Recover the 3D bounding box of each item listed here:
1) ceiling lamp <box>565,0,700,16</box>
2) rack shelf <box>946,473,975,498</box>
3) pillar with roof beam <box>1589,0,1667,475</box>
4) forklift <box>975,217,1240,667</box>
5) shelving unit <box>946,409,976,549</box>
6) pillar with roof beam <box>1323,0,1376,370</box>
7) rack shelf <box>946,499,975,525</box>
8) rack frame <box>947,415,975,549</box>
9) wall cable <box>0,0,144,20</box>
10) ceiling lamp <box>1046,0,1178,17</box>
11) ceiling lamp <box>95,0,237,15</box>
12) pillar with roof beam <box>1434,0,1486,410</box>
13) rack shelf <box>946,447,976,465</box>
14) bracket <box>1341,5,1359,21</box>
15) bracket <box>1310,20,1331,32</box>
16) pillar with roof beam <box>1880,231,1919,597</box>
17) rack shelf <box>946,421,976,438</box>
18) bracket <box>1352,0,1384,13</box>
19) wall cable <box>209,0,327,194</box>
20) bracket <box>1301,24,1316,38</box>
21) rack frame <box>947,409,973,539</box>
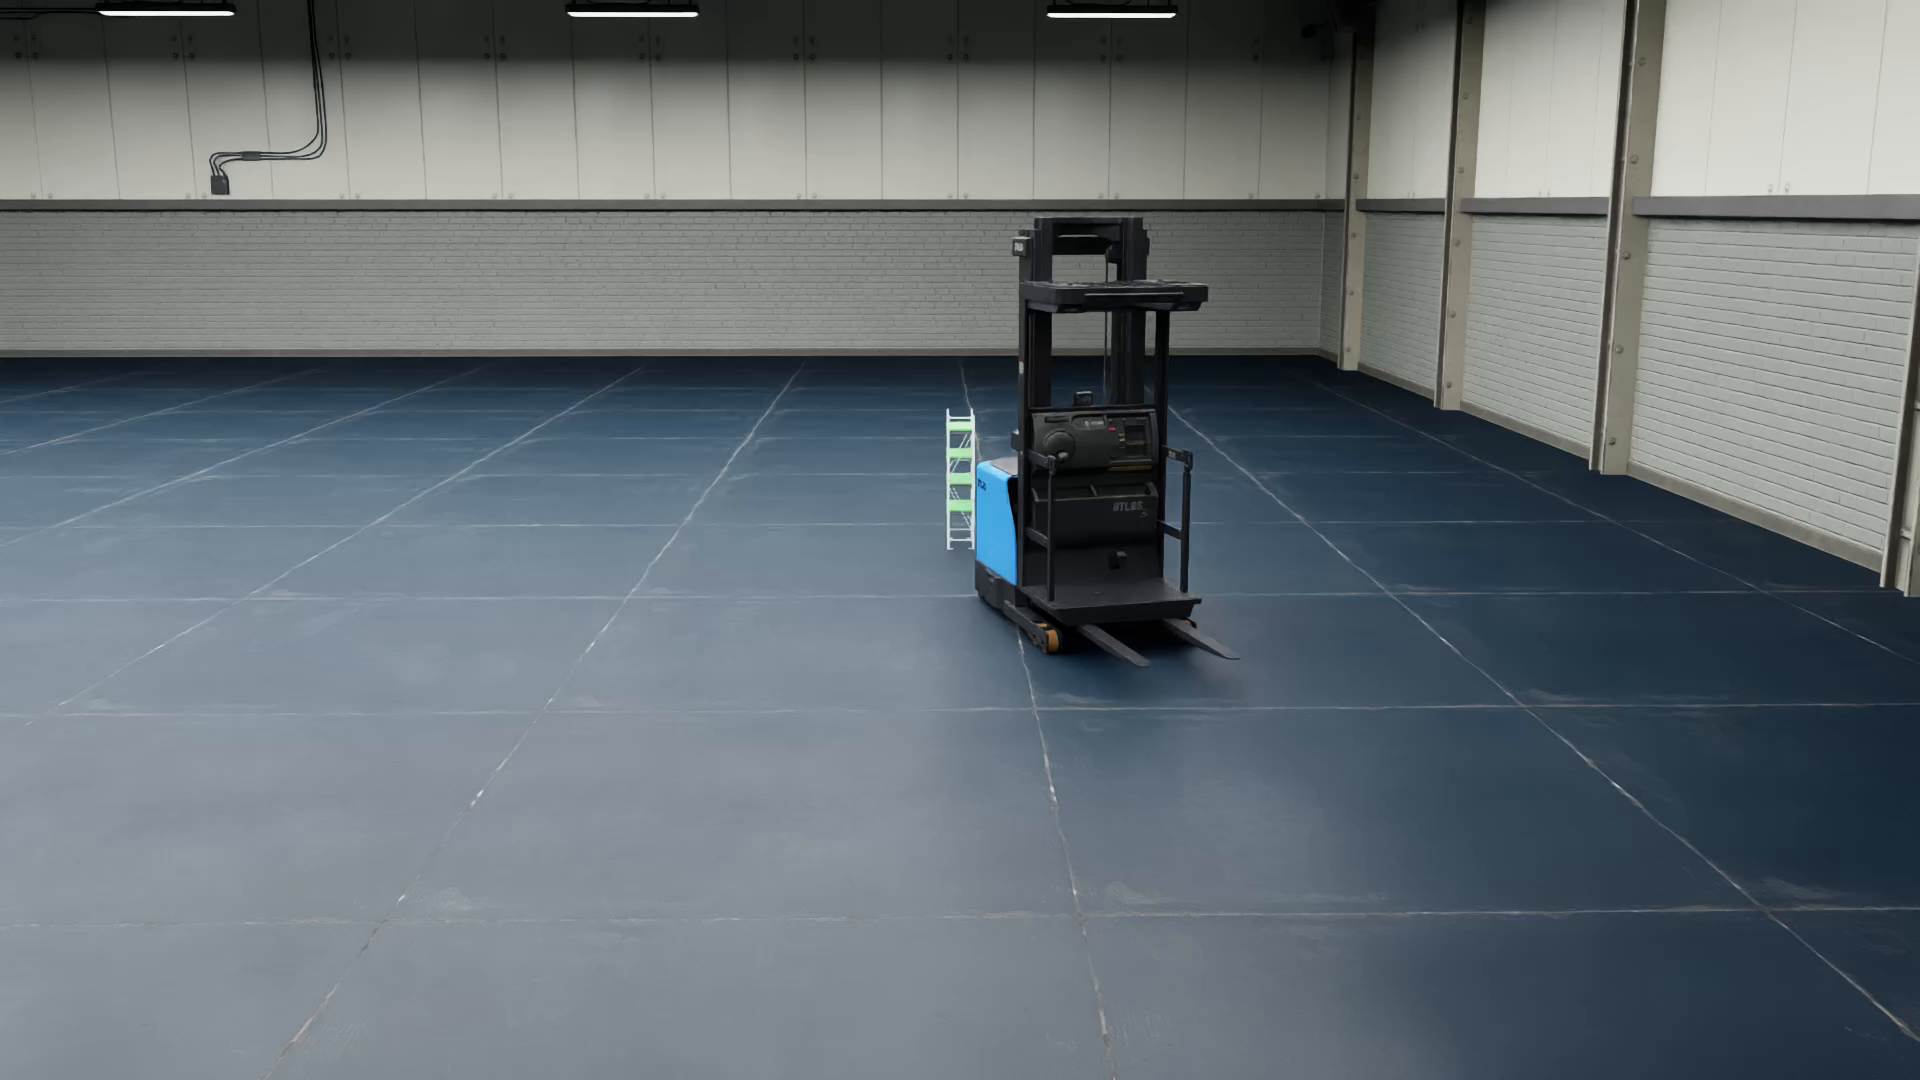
[{"bbox_3d":[-5.010,-9.622,25.364,2.000,3.185,0.800,0,11,-1],"label":"ceiling lamp"},{"bbox_3d":[0.003,-0.492,14.981,0.258,0.148,0.480,0,11,-1],"label":"rack shelf"},{"bbox_3d":[3.152,-5.177,18.135,9.100,9.000,0.400,0,11,-1],"label":"pillar with roof beam"},{"bbox_3d":[1.018,-0.744,11.543,1.130,2.935,3.031,-3,12,-16],"label":"forklift"},{"bbox_3d":[0.003,-0.555,14.969,0.258,1.200,0.503,0,11,-1],"label":"shelving unit"},{"bbox_3d":[2.904,-7.562,29.893,9.100,9.000,0.548,0,11,-1],"label":"pillar with roof beam"},{"bbox_3d":[0.003,-0.257,15.029,0.258,0.148,0.480,0,11,-1],"label":"rack shelf"},{"bbox_3d":[0.008,-0.507,14.729,0.240,1.200,0.015,0,11,-1],"label":"rack frame"},{"bbox_3d":[-17.225,-11.248,31.727,3.097,2.526,0.112,0,11,-1],"label":"wall cable"},{"bbox_3d":[2.329,-9.652,25.513,2.000,3.185,0.800,0,11,-1],"label":"ceiling lamp"},{"bbox_3d":[-12.068,-9.593,25.221,2.000,3.185,0.800,0,11,-1],"label":"ceiling lamp"},{"bbox_3d":[3.028,-6.370,24.014,9.100,9.000,0.400,0,11,-1],"label":"pillar with roof beam"},{"bbox_3d":[0.003,-0.728,14.933,0.258,0.148,0.480,0,11,-1],"label":"rack shelf"},{"bbox_3d":[6.862,-9.260,29.208,0.235,0.232,0.430,0,11,-1],"label":"bracket"},{"bbox_3d":[6.808,-9.779,31.765,0.076,0.066,3.189,0,11,-1],"label":"bracket"},{"bbox_3d":[3.276,-3.984,12.256,9.100,9.000,0.400,0,11,-1],"label":"pillar with roof beam"},{"bbox_3d":[0.003,-0.963,14.886,0.258,0.148,0.480,0,11,-1],"label":"rack shelf"},{"bbox_3d":[6.915,-8.748,26.684,0.076,0.066,4.783,0,11,-1],"label":"bracket"},{"bbox_3d":[-13.532,-9.744,32.094,2.305,6.003,0.169,0,11,-1],"label":"wall cable"},{"bbox_3d":[6.796,-9.896,32.343,0.235,0.232,0.430,0,11,-1],"label":"bracket"},{"bbox_3d":[-0.002,-0.604,15.208,0.240,1.200,0.015,0,11,-1],"label":"rack frame"}]
